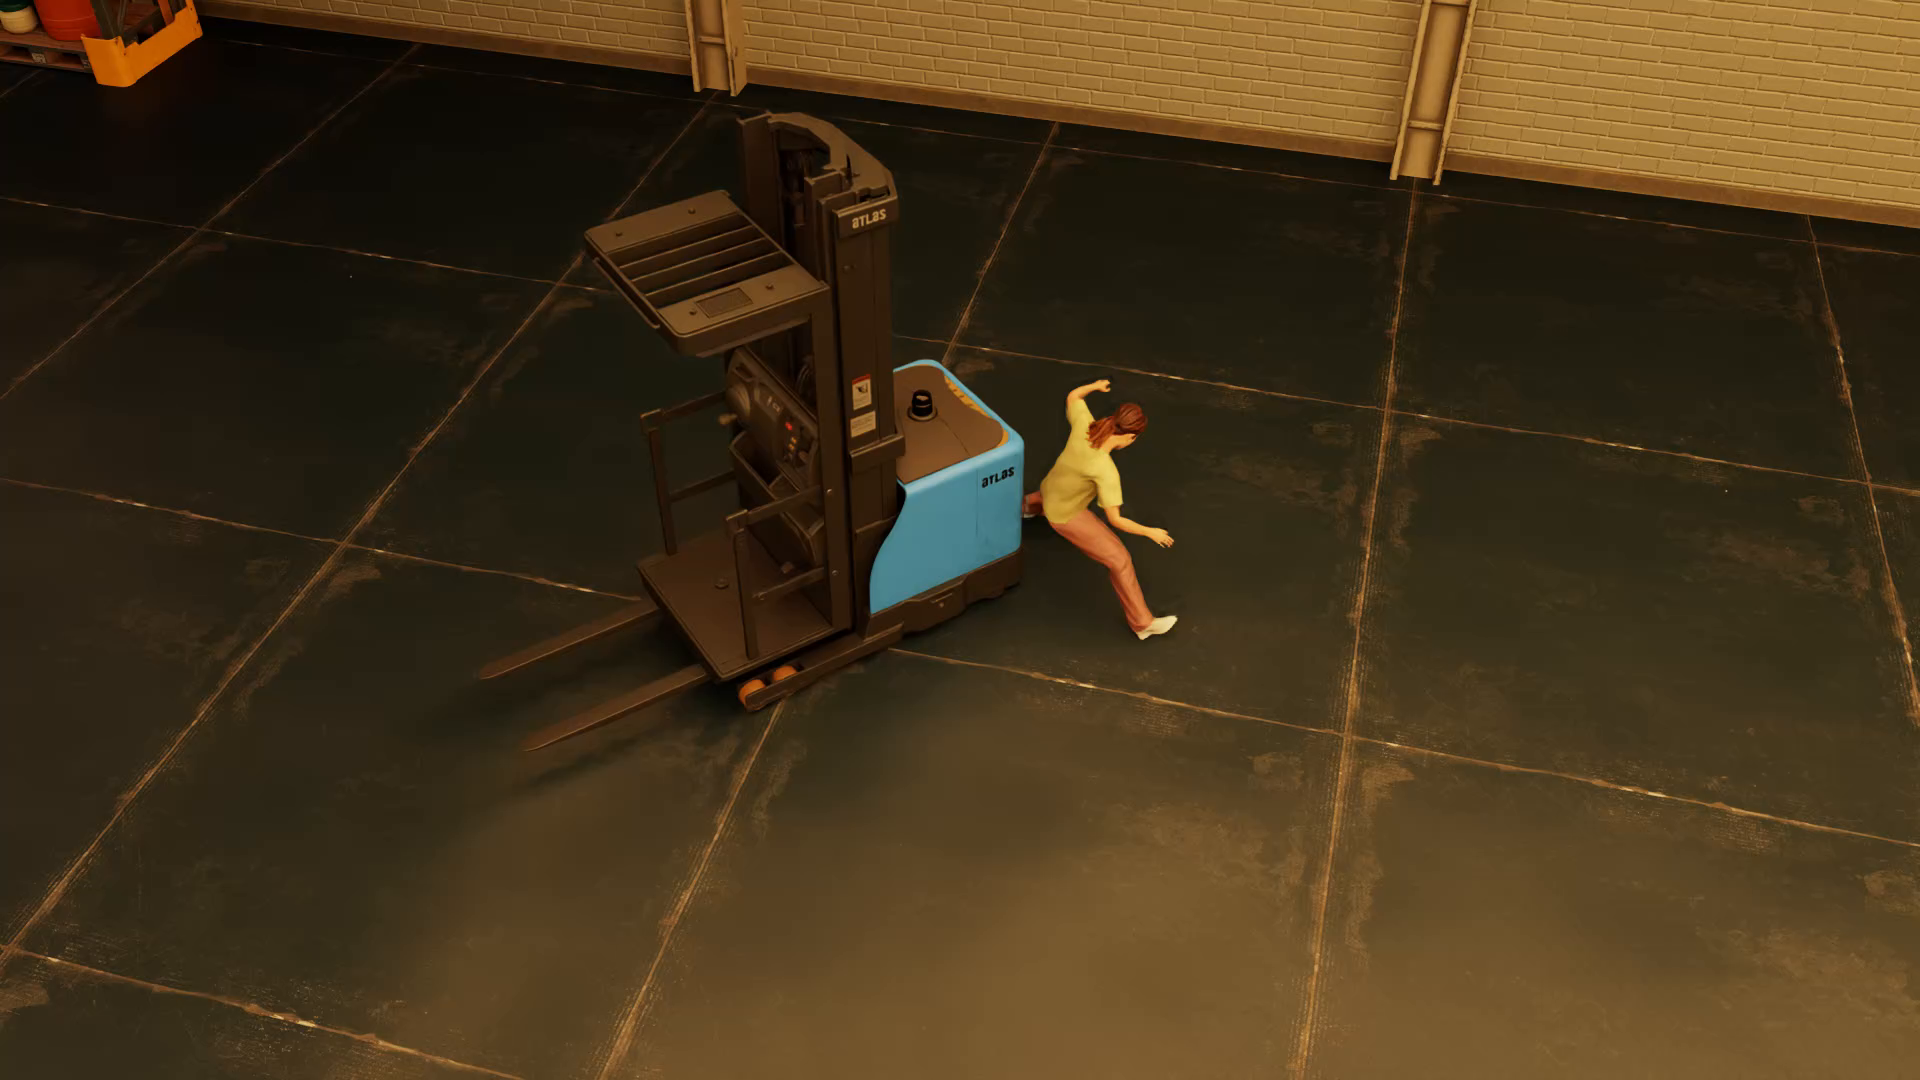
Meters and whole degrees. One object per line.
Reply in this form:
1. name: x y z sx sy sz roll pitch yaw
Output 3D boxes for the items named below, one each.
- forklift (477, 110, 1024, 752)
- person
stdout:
1. forklift: -1.147 -0.578 8.521 3.031 2.935 1.130 -23 46 -24
2. person: 0.783 -0.276 9.393 0.785 1.345 1.274 -3 41 -3
